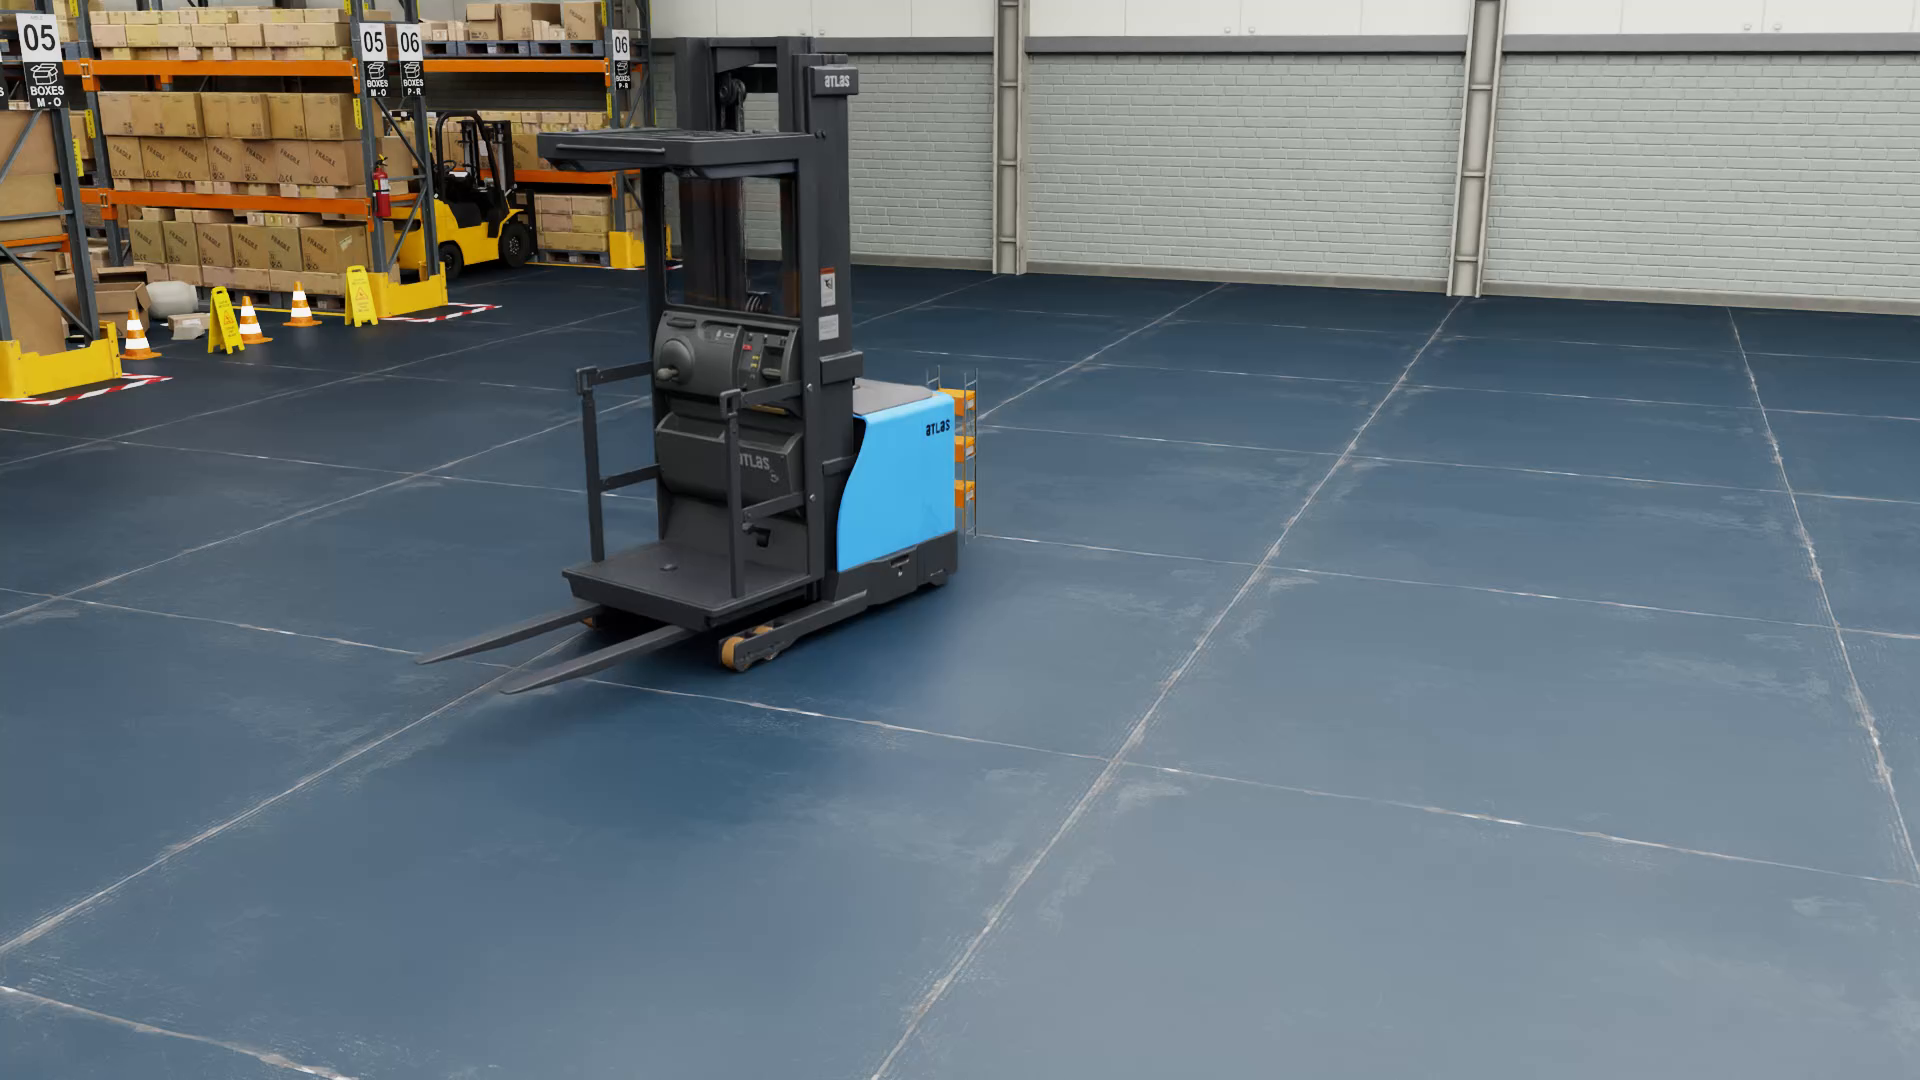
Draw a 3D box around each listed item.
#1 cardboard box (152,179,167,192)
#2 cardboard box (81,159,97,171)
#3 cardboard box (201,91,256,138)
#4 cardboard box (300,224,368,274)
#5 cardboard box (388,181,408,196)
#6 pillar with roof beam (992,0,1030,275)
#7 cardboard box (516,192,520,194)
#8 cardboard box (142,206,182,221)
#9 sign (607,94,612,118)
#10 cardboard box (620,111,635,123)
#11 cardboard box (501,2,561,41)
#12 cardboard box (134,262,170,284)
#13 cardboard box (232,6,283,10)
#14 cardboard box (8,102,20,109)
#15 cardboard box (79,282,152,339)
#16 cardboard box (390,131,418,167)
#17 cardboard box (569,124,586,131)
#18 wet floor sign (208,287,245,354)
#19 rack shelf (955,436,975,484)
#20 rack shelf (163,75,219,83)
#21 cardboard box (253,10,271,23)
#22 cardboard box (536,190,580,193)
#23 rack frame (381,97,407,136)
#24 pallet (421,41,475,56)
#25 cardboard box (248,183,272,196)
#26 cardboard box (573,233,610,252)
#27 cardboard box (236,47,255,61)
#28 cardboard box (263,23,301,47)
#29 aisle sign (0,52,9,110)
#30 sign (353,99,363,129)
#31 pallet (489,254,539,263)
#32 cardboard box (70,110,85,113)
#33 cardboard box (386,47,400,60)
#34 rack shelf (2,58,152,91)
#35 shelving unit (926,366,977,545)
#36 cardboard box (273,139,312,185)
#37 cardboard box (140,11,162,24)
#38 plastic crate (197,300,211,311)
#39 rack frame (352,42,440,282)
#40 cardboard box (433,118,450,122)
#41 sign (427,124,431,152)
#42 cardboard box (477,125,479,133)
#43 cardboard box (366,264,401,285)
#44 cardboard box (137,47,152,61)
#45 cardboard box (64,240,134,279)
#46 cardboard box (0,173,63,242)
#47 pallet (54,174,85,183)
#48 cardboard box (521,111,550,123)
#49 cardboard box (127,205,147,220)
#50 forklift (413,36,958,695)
[{"bbox_3d":[-9.434,-4.262,19.924,0.250,0.149,0.380,6,17,20],"label":"cardboard box"},{"bbox_3d":[-10.702,-4.591,20.306,0.250,0.149,0.380,7,17,21],"label":"cardboard box"},{"bbox_3d":[-8.349,-4.953,19.349,0.500,0.500,0.700,6,17,20],"label":"cardboard box"},{"bbox_3d":[-7.242,-3.376,19.255,0.500,0.500,0.500,6,17,21],"label":"cardboard box"},{"bbox_3d":[-6.641,-4.088,19.325,0.250,0.149,0.380,6,17,21],"label":"cardboard box"},{"bbox_3d":[-0.898,-6.864,17.675,0.400,9.000,9.100,6,17,21],"label":"pillar with roof beam"},{"bbox_3d":[-6.545,-4.889,24.019,0.500,0.250,0.500,6,17,20],"label":"cardboard box"},{"bbox_3d":[-9.578,-3.923,19.978,0.250,0.149,0.380,7,17,21],"label":"cardboard box"},{"bbox_3d":[-4.795,-5.938,22.747,0.005,0.325,0.100,6,17,21],"label":"sign"},{"bbox_3d":[-4.817,-6.000,23.585,0.250,0.149,0.380,6,17,20],"label":"cardboard box"},{"bbox_3d":[-6.000,-7.259,23.305,0.500,0.500,0.700,6,17,21],"label":"cardboard box"},{"bbox_3d":[-9.672,-3.280,20.271,0.500,0.250,0.500,5,17,18],"label":"cardboard box"},{"bbox_3d":[-10.494,-7.723,24.904,0.500,0.500,0.500,7,17,22],"label":"cardboard box"},{"bbox_3d":[-11.544,-5.311,20.459,0.250,0.149,0.380,6,17,18],"label":"cardboard box"},{"bbox_3d":[-8.964,-2.444,17.691,0.637,0.503,0.797,-5,17,-18],"label":"cardboard box"},{"bbox_3d":[-7.987,-5.752,24.427,0.500,0.500,0.500,6,17,19],"label":"cardboard box"},{"bbox_3d":[-5.257,-5.749,23.253,0.250,0.149,0.380,7,17,22],"label":"cardboard box"},{"bbox_3d":[-7.369,-2.206,16.615,0.232,0.644,0.267,3,17,11],"label":"wet floor sign"},{"bbox_3d":[-0.050,-0.499,10.049,0.240,0.259,0.215,6,17,21],"label":"rack shelf"},{"bbox_3d":[-10.164,-7.117,25.218,4.000,0.370,1.077,6,17,21],"label":"rack shelf"},{"bbox_3d":[-7.736,-5.905,18.774,0.250,0.149,0.380,6,17,21],"label":"cardboard box"},{"bbox_3d":[-5.888,-4.972,24.304,0.500,0.250,0.500,6,17,20],"label":"cardboard box"},{"bbox_3d":[-8.304,-5.817,24.831,0.127,3.000,1.000,6,17,21],"label":"rack frame"},{"bbox_3d":[-7.501,-7.135,24.148,1.213,0.211,1.003,6,17,21],"label":"pallet"},{"bbox_3d":[-8.043,-4.095,19.350,0.250,0.149,0.380,6,17,20],"label":"cardboard box"},{"bbox_3d":[-5.136,-4.255,23.630,0.500,0.250,0.500,6,17,21],"label":"cardboard box"},{"bbox_3d":[-8.016,-5.542,18.955,0.250,0.149,0.380,6,17,19],"label":"cardboard box"},{"bbox_3d":[-7.438,-5.669,18.677,0.500,0.250,0.500,6,17,20],"label":"cardboard box"},{"bbox_3d":[-8.167,-3.989,13.873,0.004,0.787,0.394,6,17,21],"label":"aisle sign"},{"bbox_3d":[-6.623,-4.686,18.292,0.005,0.325,0.100,6,17,21],"label":"sign"},{"bbox_3d":[-6.441,-4.261,24.474,1.213,0.211,1.003,6,17,21],"label":"pallet"},{"bbox_3d":[-14.166,-6.644,26.748,0.500,0.500,0.700,6,17,20],"label":"cardboard box"},{"bbox_3d":[-6.590,-5.558,19.010,0.250,0.149,0.380,6,17,21],"label":"cardboard box"},{"bbox_3d":[-11.982,-5.829,20.782,4.000,0.370,1.077,6,17,21],"label":"rack shelf"},{"bbox_3d":[-0.050,-0.510,10.046,0.252,1.050,0.215,6,17,21],"label":"shelving unit"},{"bbox_3d":[-7.471,-4.348,19.056,0.500,0.500,0.500,6,17,21],"label":"cardboard box"},{"bbox_3d":[-9.219,-6.033,19.215,0.250,0.149,0.380,6,17,20],"label":"cardboard box"},{"bbox_3d":[-8.962,-2.754,19.517,0.583,0.080,0.402,0,16,1],"label":"plastic crate"},{"bbox_3d":[-6.401,-4.120,18.986,0.127,3.000,1.000,6,17,21],"label":"rack frame"},{"bbox_3d":[-7.397,-6.130,24.032,0.250,0.149,0.380,7,17,22],"label":"cardboard box"},{"bbox_3d":[-6.202,-4.677,19.350,0.005,0.325,0.100,6,17,21],"label":"sign"},{"bbox_3d":[-6.924,-5.937,23.903,0.250,0.149,0.380,6,17,19],"label":"cardboard box"},{"bbox_3d":[-7.050,-3.156,19.842,0.500,0.250,0.500,6,17,20],"label":"cardboard box"},{"bbox_3d":[-9.428,-5.716,19.552,0.250,0.149,0.380,6,17,21],"label":"cardboard box"},{"bbox_3d":[-10.611,-3.522,20.886,0.625,0.372,0.950,7,17,21],"label":"cardboard box"},{"bbox_3d":[-8.485,-2.924,14.597,0.550,0.550,0.875,6,17,21],"label":"cardboard box"},{"bbox_3d":[-11.986,-4.655,21.171,1.213,0.211,1.003,6,17,21],"label":"pallet"},{"bbox_3d":[-5.975,-5.972,23.488,0.250,0.149,0.380,7,18,22],"label":"cardboard box"},{"bbox_3d":[-12.959,-5.269,26.673,0.500,0.500,0.500,6,17,20],"label":"cardboard box"},{"bbox_3d":[-1.297,-0.930,8.122,1.130,2.935,3.031,12,20,35],"label":"forklift"}]
